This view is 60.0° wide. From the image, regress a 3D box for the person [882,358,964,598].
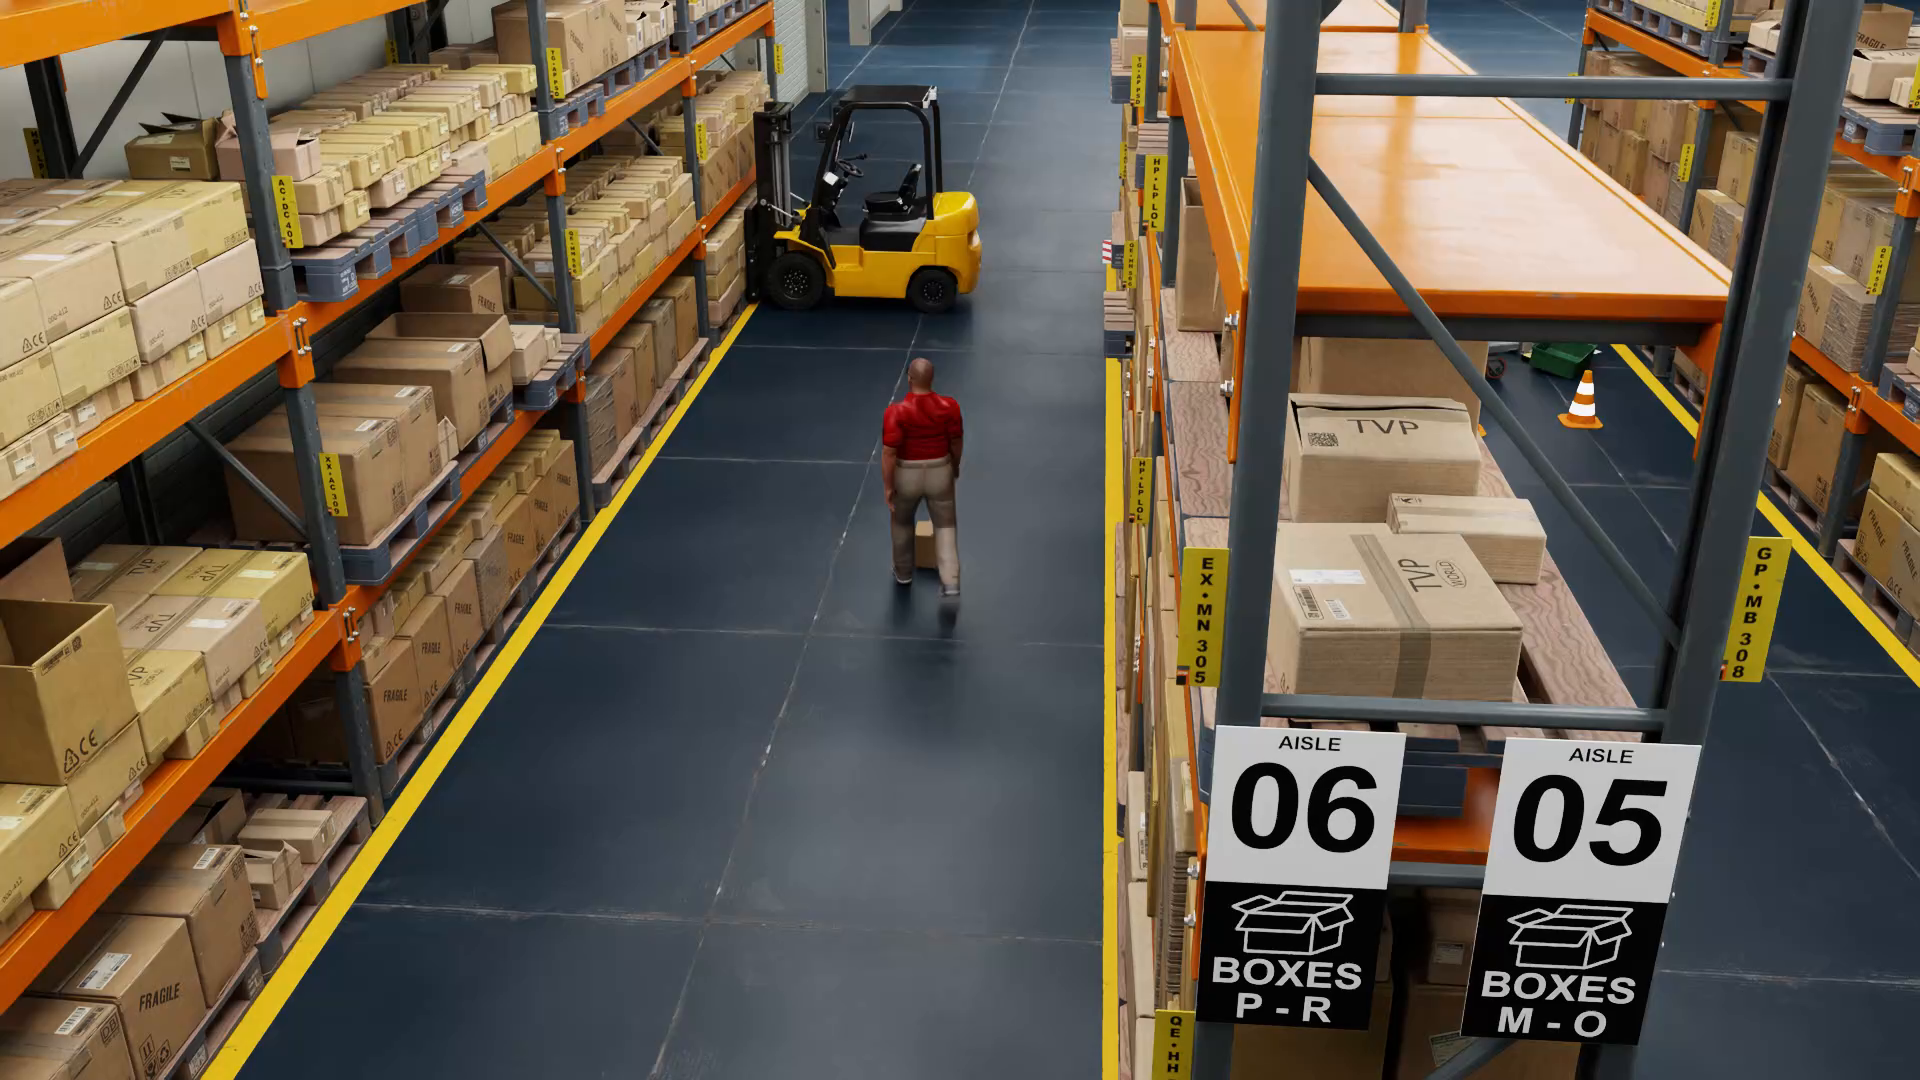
[{"bbox_3d":[-0.253,-0.421,10.954,0.549,1.689,0.894,-3,25,-7],"label":"person"}]
